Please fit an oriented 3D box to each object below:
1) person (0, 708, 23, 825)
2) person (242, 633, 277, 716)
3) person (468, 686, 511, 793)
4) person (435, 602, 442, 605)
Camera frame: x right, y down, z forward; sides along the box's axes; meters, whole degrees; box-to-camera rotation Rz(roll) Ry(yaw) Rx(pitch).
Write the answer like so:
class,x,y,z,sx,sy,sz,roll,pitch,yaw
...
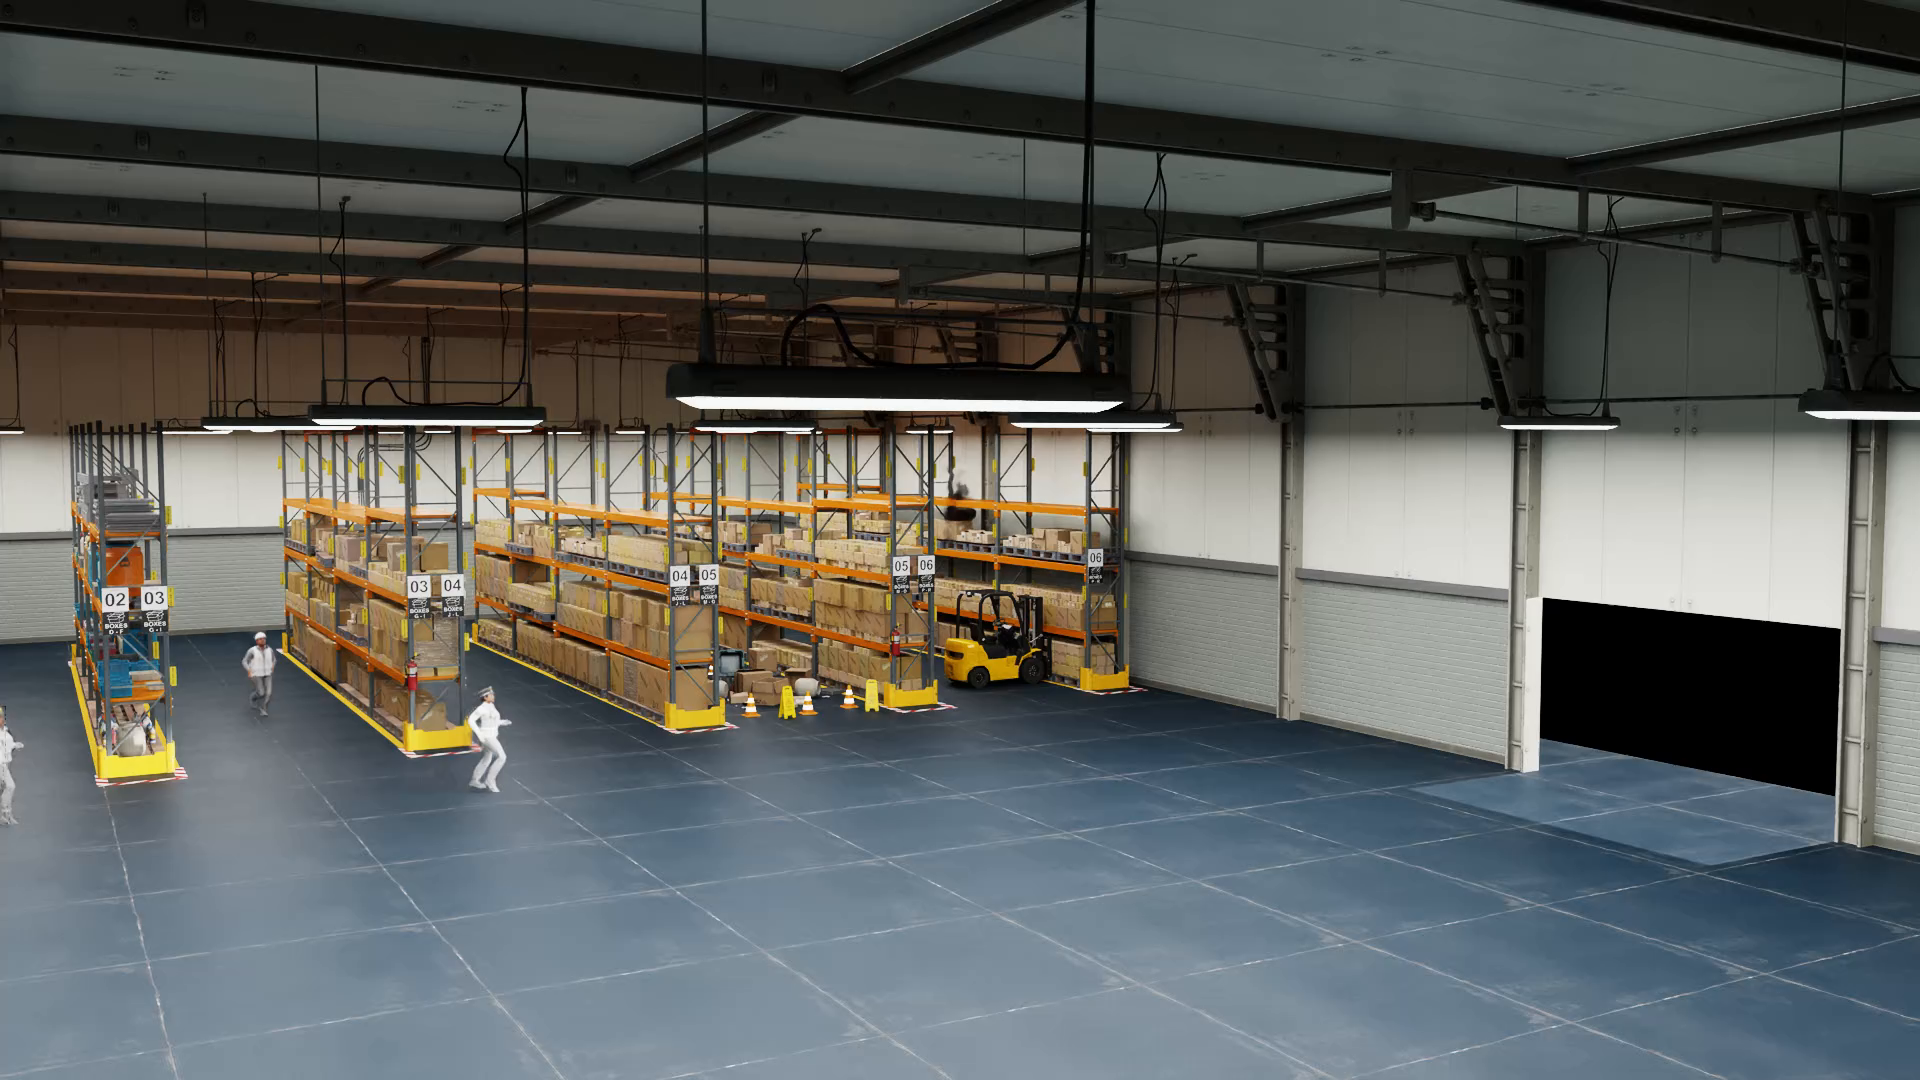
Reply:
class,x,y,z,sx,sy,sz,roll,pitch,yaw
person,-14.241,3.357,24.629,0.745,1.753,0.583,0,4,-2
person,-14.335,2.761,34.128,0.662,1.728,0.581,-3,5,-43
person,-7.593,3.221,26.855,0.691,1.723,0.579,0,4,-3
person,-14.020,2.094,44.734,0.736,1.736,0.644,-2,4,-23
